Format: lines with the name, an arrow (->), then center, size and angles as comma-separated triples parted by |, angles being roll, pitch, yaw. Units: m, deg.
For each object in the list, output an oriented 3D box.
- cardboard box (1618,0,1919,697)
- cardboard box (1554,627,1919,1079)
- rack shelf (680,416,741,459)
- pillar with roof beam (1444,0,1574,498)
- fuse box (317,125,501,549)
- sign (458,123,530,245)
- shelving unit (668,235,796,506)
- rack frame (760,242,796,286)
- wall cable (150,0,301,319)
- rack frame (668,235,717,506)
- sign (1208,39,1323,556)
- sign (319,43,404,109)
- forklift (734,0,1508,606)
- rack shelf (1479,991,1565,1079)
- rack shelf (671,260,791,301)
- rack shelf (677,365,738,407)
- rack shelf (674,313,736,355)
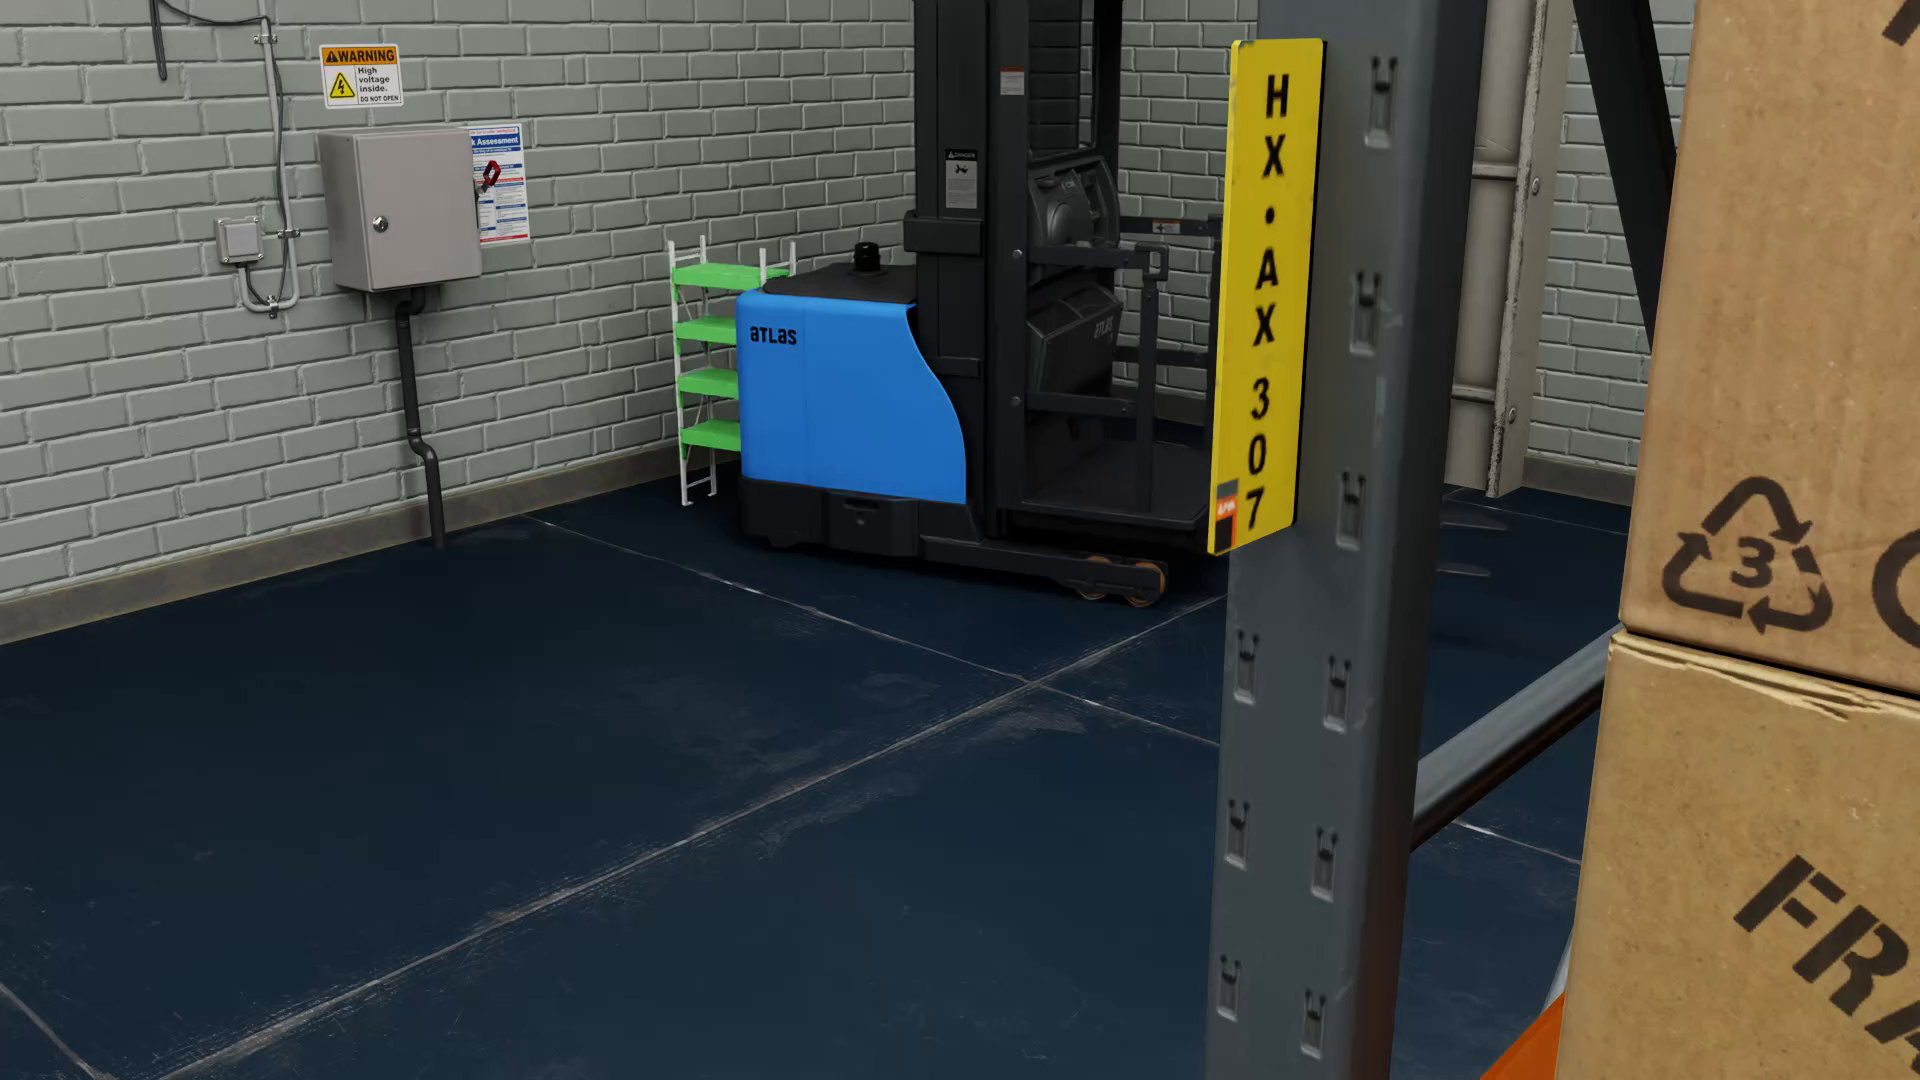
cardboard box -> 0.741, -0.193, 0.942 | 0.500, 0.500, 0.500 | 14, 23, 38
cardboard box -> 0.739, 0.284, 1.091 | 0.500, 0.500, 0.500 | 15, 23, 39
rack shelf -> -0.993, -0.434, 7.501 | 0.480, 0.148, 0.258 | 10, 20, 28
pillar with roof beam -> -0.413, -3.584, 3.528 | 0.400, 9.000, 9.100 | 15, 23, 39
fuse box -> -2.159, -0.788, 6.766 | 0.414, 1.711, 0.539 | 15, 23, 39
sign -> -1.986, -1.510, 7.068 | 0.001, 0.494, 0.329 | 15, 23, 39
shelving unit -> -0.993, -0.724, 7.409 | 0.503, 1.200, 0.258 | 10, 20, 28
rack frame -> -0.780, -0.688, 7.295 | 0.015, 1.200, 0.240 | 10, 20, 28
wall cable -> -2.730, -1.764, 6.030 | 0.122, 1.984, 0.588 | 15, 23, 39
rack frame -> -1.206, -0.760, 7.523 | 0.015, 1.200, 0.240 | 10, 20, 28
sign -> 0.198, -0.155, 1.080 | 0.005, 0.325, 0.100 | 15, 23, 39
sign -> -2.350, -1.825, 6.538 | 0.001, 0.242, 0.339 | 15, 23, 39
forklift -> 0.636, -1.327, 6.448 | 3.031, 2.935, 1.130 | 7, 19, 22
rack shelf -> 2.067, 0.915, 0.458 | 4.000, 0.370, 1.077 | 15, 23, 39
rack shelf -> -0.993, -1.121, 7.284 | 0.480, 0.148, 0.258 | 10, 20, 28
rack shelf -> -0.993, -0.663, 7.428 | 0.480, 0.148, 0.258 | 10, 20, 28
rack shelf -> -0.993, -0.892, 7.356 | 0.480, 0.148, 0.258 | 10, 20, 28
